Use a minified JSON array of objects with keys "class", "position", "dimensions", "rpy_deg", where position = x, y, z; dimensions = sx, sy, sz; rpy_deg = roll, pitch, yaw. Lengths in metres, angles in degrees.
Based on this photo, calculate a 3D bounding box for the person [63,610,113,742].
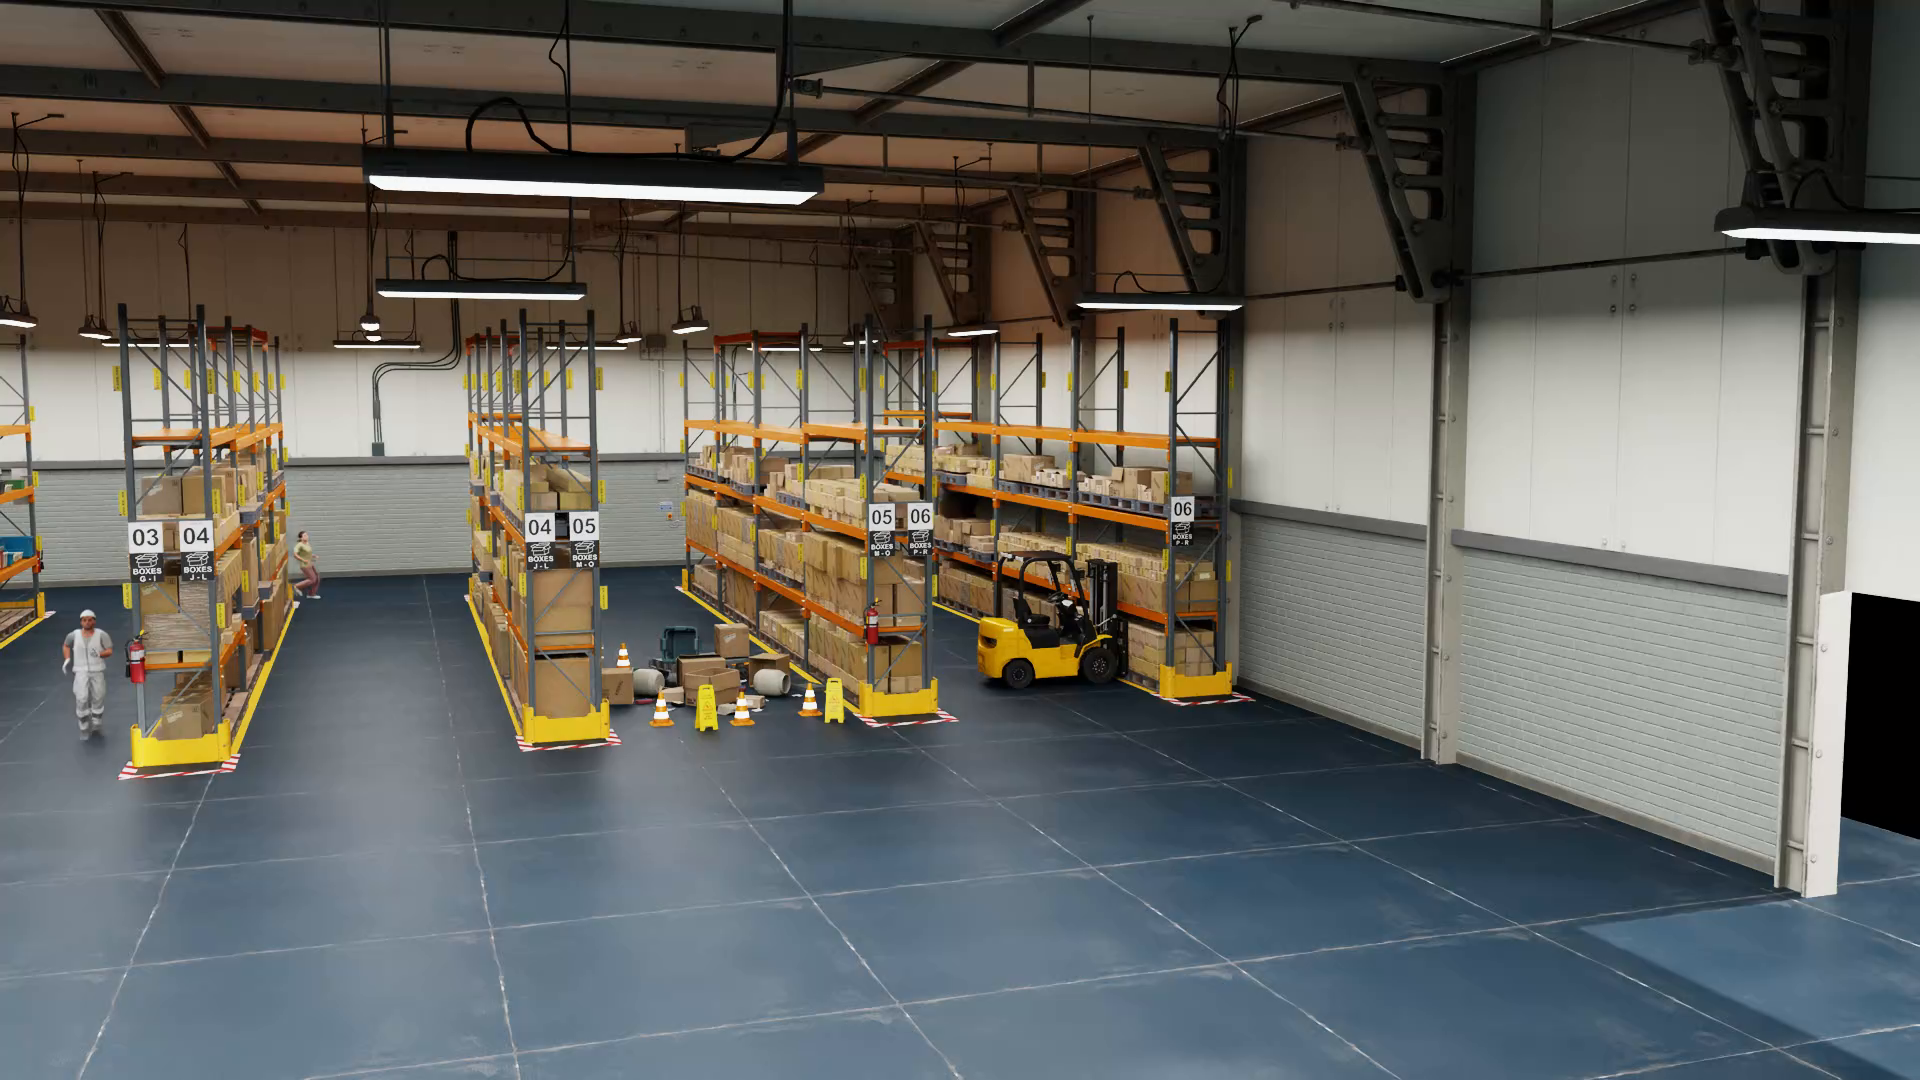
[{"class":"person","position":[-12.250,1.898,23.386],"dimensions":[0.643,1.839,0.762],"rpy_deg":[-3,6,-28]}]

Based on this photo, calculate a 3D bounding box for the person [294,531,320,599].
[{"class":"person","position":[-15.106,0.597,38.346],"dimensions":[0.551,1.562,0.583],"rpy_deg":[0,5,3]}]
